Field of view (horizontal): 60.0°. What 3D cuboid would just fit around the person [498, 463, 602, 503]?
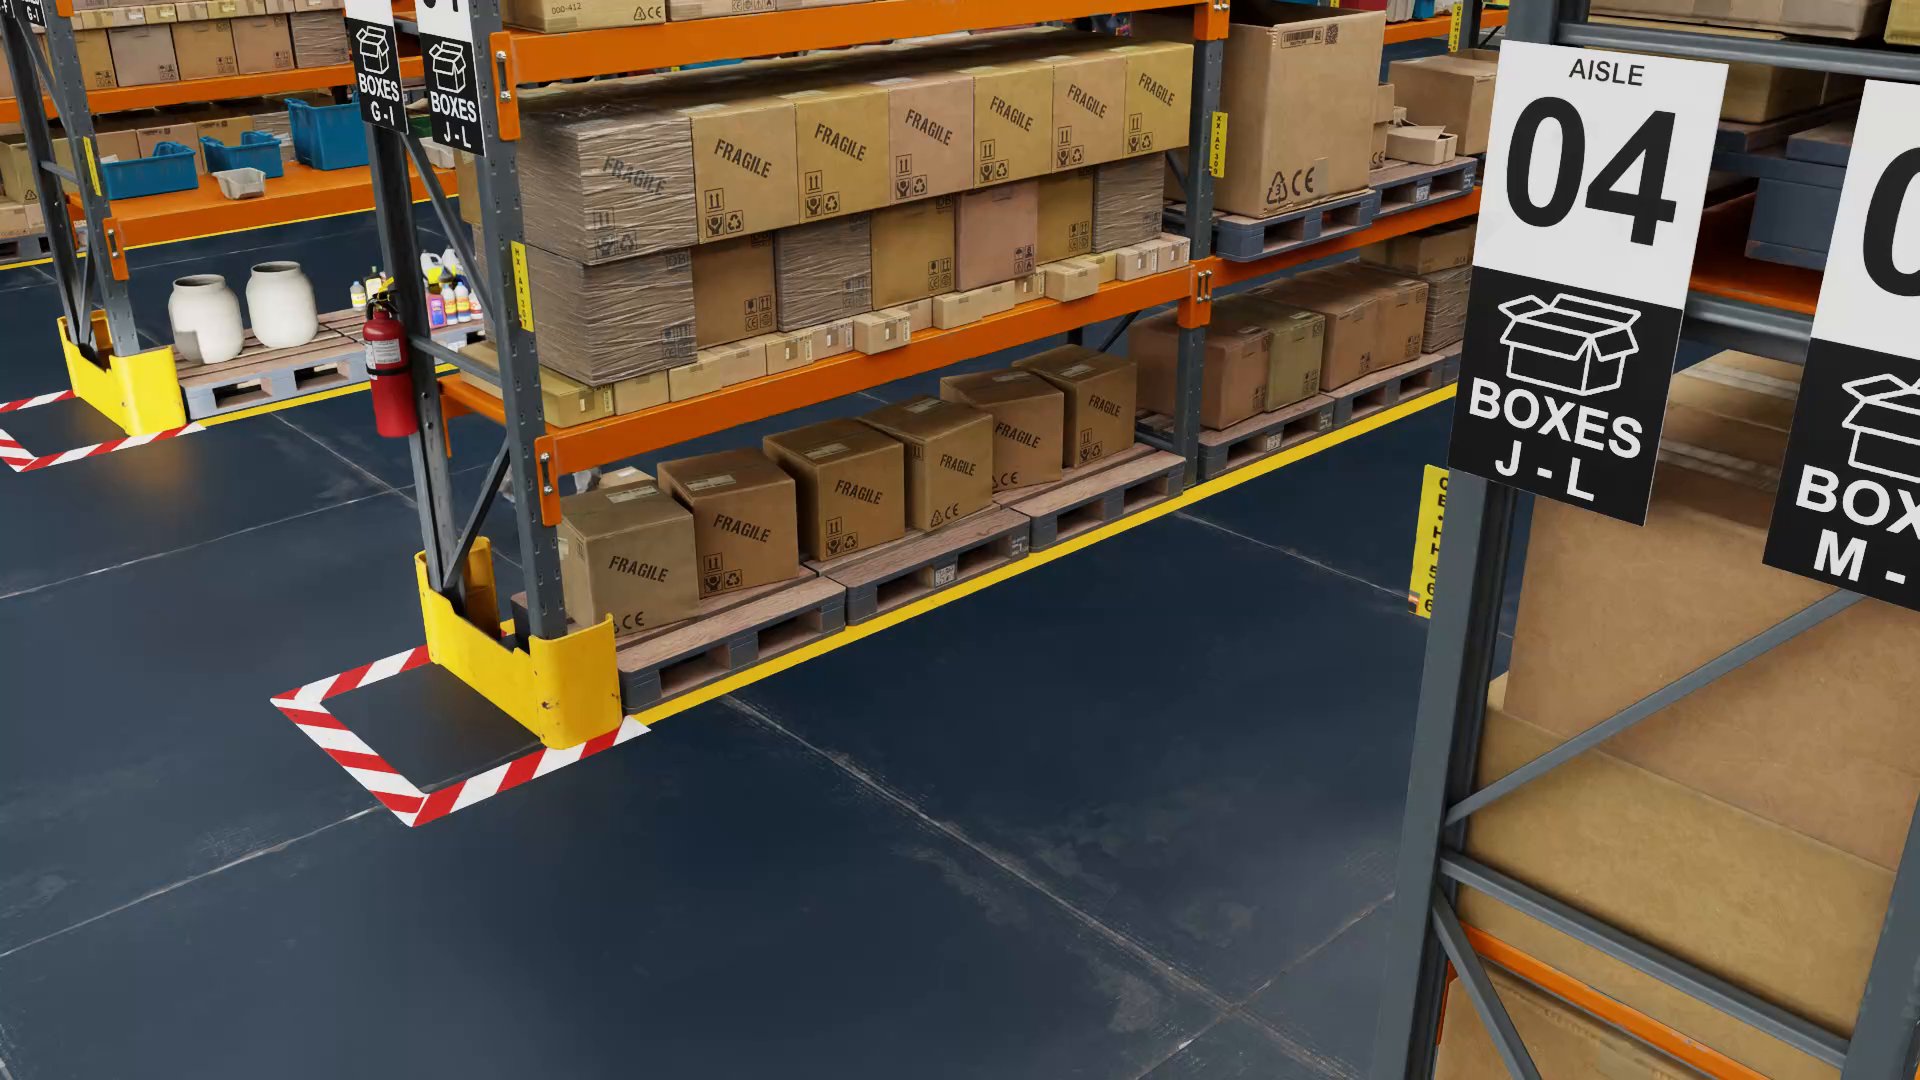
[{"bbox_3d":[-2.113,-0.915,8.612,0.728,1.765,0.589,-19,31,-37],"label":"person"}]
